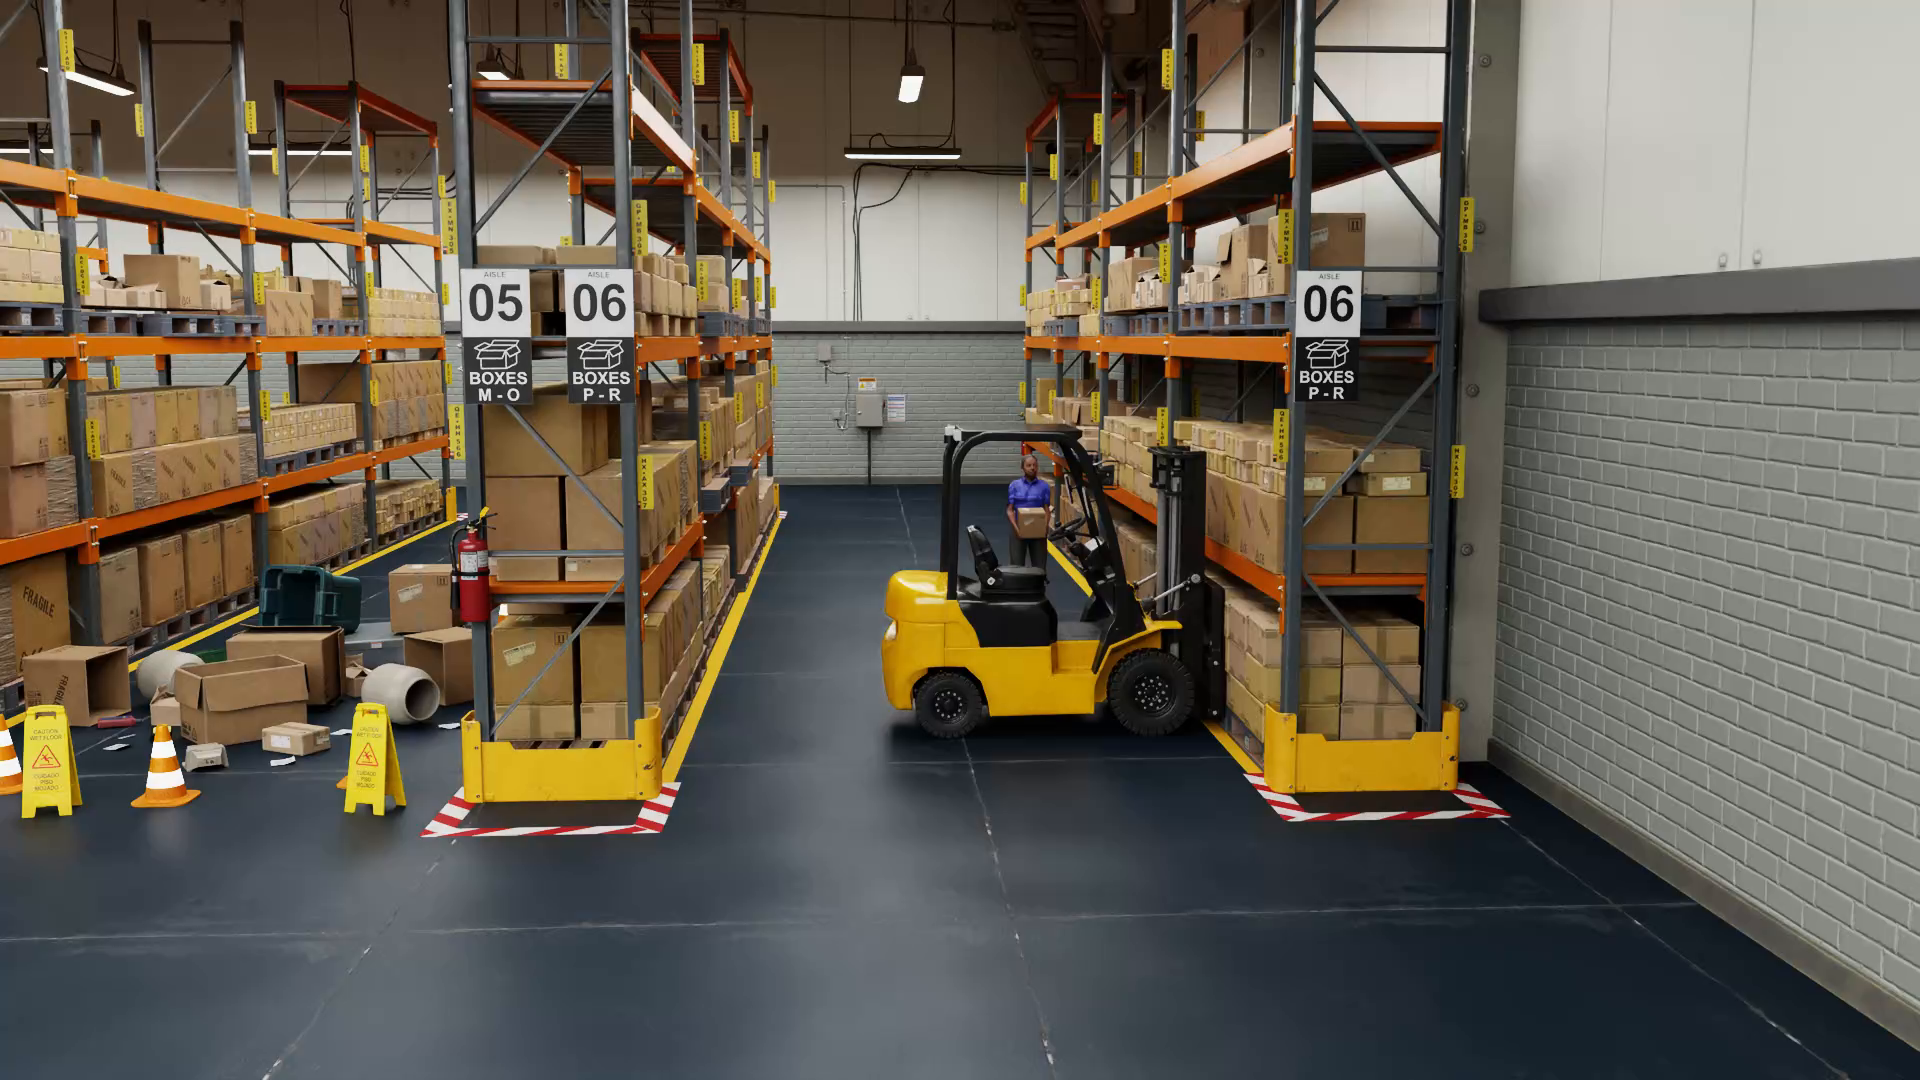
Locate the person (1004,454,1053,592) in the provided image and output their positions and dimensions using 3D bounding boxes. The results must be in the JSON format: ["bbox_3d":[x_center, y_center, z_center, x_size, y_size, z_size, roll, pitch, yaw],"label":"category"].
[{"bbox_3d":[0.671,-0.028,16.504,0.529,1.654,0.350,-1,7,-9],"label":"person"}]
